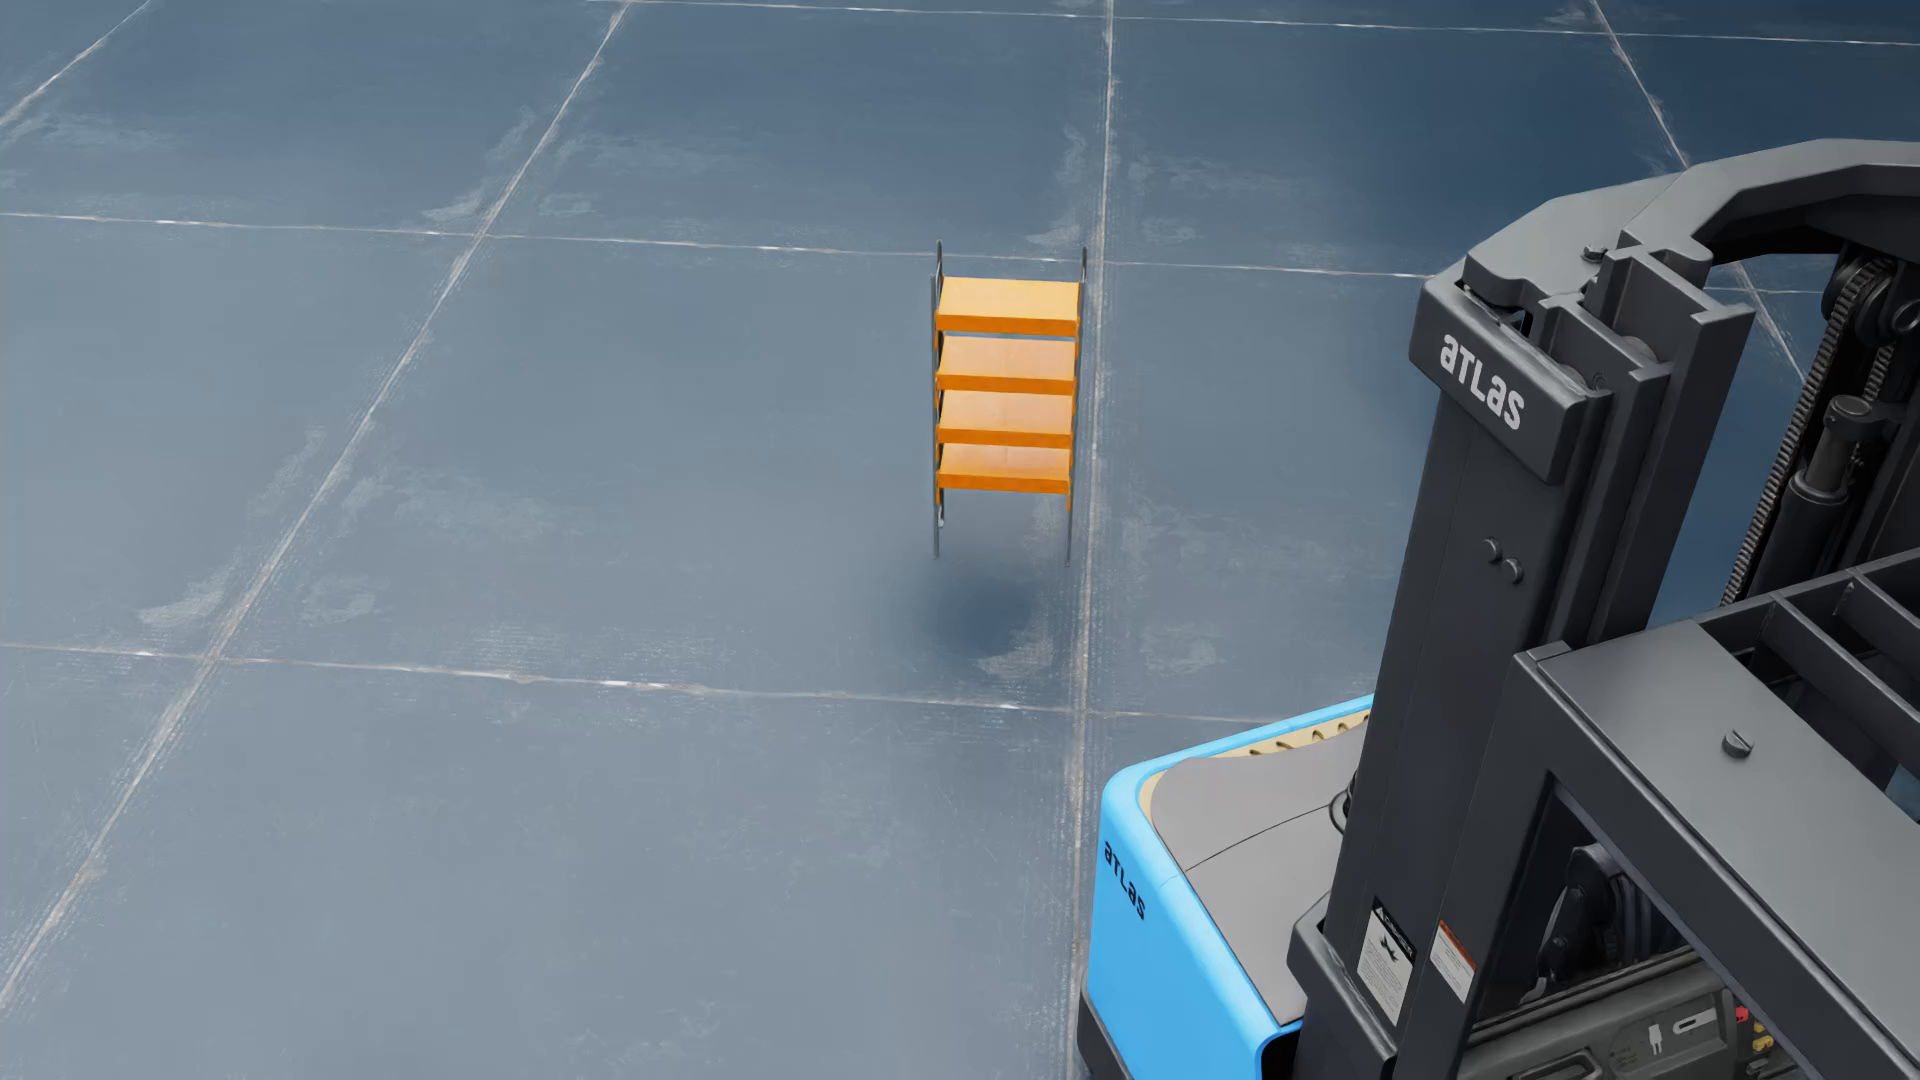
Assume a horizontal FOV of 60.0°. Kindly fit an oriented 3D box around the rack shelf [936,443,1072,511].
[{"bbox_3d":[0.165,-0.250,6.028,0.480,0.148,0.258,3,39,4],"label":"rack shelf"}]

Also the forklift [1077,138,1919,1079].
[{"bbox_3d":[1.323,0.997,2.703,1.130,2.935,3.031,-14,41,-16],"label":"forklift"}]

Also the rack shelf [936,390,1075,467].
[{"bbox_3d":[0.165,-0.404,5.903,0.480,0.148,0.258,3,39,4],"label":"rack shelf"}]

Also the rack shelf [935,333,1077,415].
[{"bbox_3d":[0.165,-0.578,5.761,0.480,0.148,0.258,3,39,4],"label":"rack shelf"}]

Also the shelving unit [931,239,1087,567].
[{"bbox_3d":[0.165,-0.456,5.860,0.503,1.200,0.258,3,39,4],"label":"shelving unit"}]

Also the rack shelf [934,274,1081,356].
[{"bbox_3d":[0.165,-0.761,5.612,0.480,0.148,0.258,3,39,4],"label":"rack shelf"}]

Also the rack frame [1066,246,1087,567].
[{"bbox_3d":[0.408,-0.443,5.844,0.015,1.200,0.240,3,39,4],"label":"rack frame"}]

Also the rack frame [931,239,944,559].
[{"bbox_3d":[-0.078,-0.470,5.876,0.015,1.200,0.240,3,39,4],"label":"rack frame"}]
